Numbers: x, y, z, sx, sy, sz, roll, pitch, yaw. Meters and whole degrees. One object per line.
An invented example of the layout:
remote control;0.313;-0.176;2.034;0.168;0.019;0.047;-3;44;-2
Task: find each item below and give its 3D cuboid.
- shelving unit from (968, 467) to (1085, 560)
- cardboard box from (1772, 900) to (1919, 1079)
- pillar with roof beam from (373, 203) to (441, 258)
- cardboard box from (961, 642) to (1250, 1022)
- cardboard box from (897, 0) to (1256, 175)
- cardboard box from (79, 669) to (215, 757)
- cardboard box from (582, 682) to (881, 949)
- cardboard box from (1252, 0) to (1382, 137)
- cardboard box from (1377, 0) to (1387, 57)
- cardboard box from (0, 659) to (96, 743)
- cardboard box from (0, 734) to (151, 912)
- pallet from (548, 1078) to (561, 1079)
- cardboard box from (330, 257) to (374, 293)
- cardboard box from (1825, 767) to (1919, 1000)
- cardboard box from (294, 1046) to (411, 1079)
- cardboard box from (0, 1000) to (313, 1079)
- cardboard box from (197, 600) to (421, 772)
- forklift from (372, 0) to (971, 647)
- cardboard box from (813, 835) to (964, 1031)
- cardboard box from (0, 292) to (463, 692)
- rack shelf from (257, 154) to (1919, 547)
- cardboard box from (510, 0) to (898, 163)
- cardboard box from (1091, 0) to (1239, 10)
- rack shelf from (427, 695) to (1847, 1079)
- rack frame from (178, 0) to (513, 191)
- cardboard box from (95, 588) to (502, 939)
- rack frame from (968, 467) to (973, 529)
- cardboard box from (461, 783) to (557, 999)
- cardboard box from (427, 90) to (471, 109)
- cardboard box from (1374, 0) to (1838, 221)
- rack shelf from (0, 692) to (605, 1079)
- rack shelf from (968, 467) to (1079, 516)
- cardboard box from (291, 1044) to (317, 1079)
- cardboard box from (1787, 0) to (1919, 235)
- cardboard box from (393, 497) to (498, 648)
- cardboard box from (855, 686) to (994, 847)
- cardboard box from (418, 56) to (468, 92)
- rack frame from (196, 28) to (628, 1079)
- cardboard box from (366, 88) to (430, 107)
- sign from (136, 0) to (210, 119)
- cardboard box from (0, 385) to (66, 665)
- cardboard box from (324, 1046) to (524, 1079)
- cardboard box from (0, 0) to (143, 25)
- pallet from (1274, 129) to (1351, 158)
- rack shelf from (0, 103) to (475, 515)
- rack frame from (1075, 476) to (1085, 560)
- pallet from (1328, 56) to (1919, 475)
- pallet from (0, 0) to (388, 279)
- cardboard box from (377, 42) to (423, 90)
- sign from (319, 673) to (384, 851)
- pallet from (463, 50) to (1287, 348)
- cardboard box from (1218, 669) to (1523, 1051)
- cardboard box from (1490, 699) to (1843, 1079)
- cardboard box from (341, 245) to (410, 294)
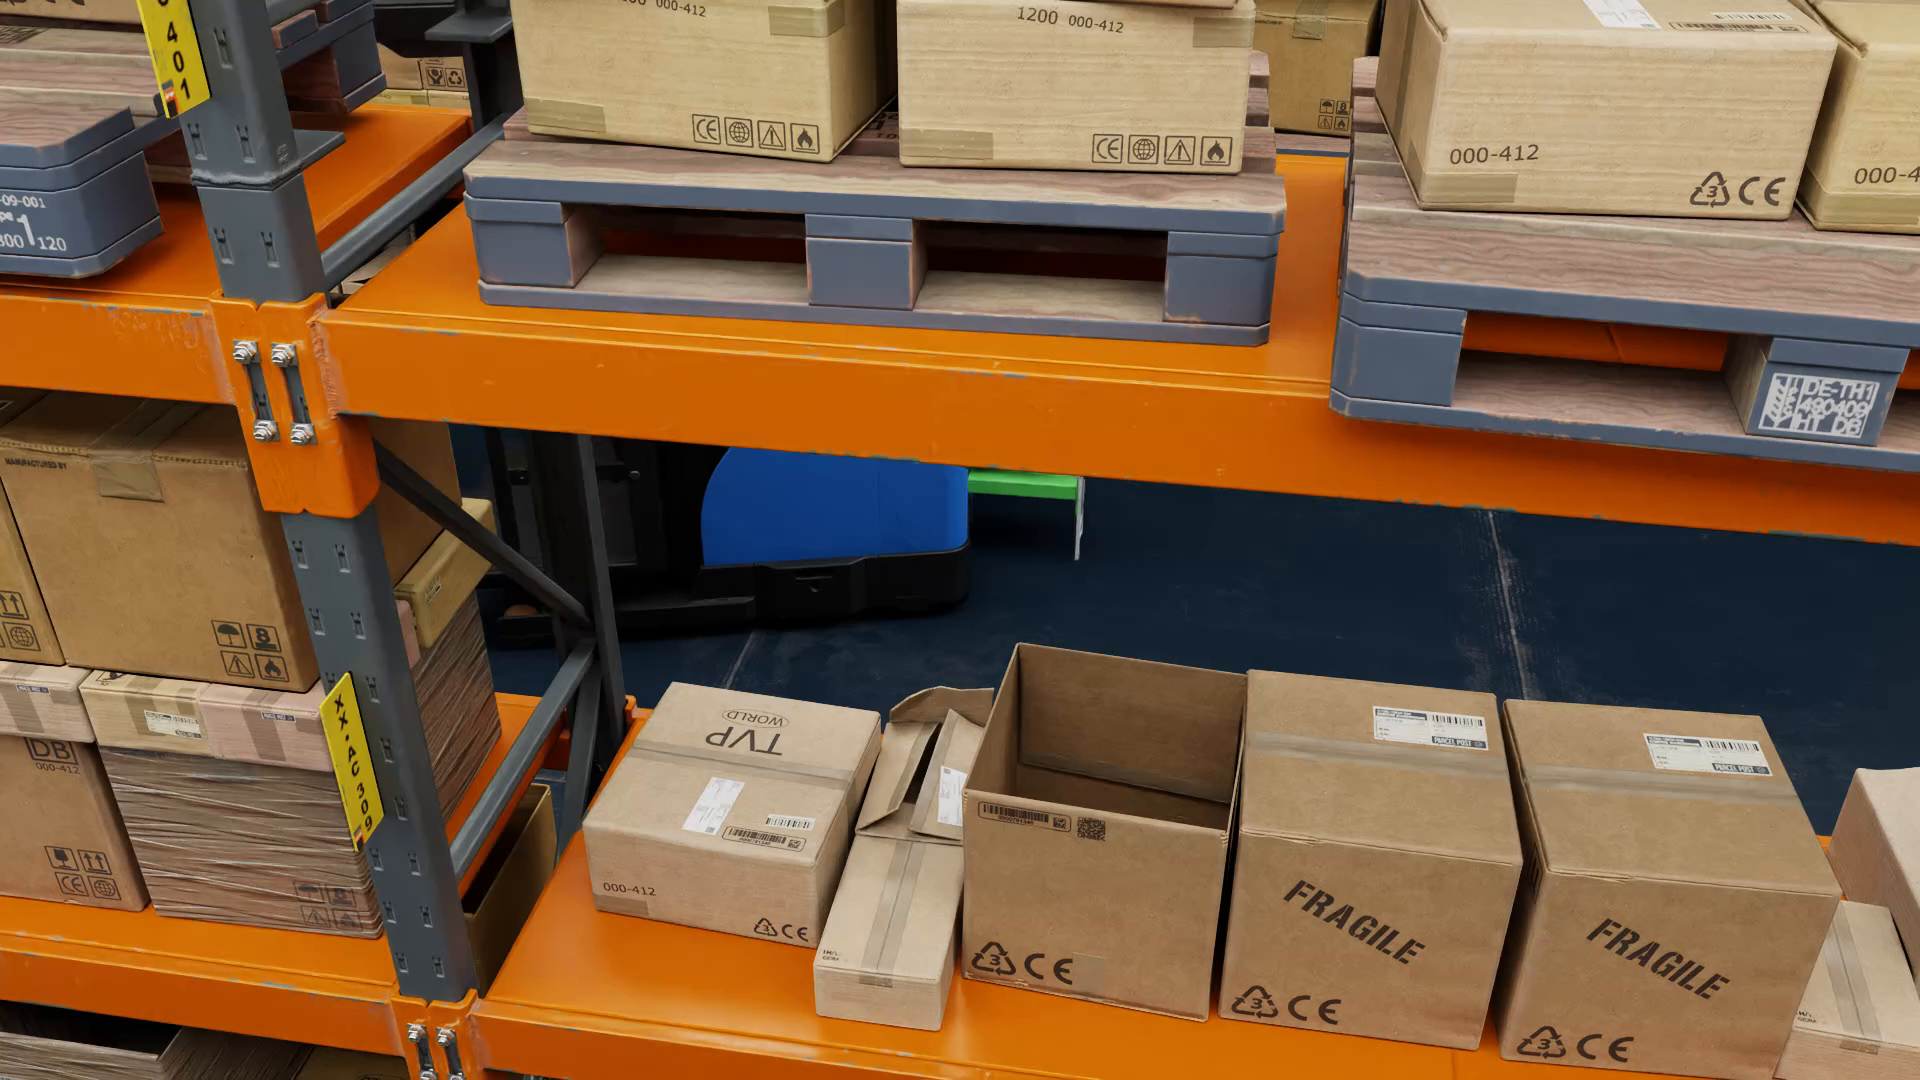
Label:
shelving unit;0.273;-0.505;6.926;0.503;1.200;0.258;4;32;7
cardboard box;1.707;0.880;3.253;0.250;0.149;0.380;8;33;12
pillar with roof beam;-3.972;-3.128;3.766;0.400;9.000;9.100;5;32;8
cardboard box;0.304;0.583;3.397;0.500;0.500;0.500;7;33;12
cardboard box;0.178;-0.777;2.583;0.500;0.250;0.500;2;32;3
cardboard box;-1.517;0.249;3.320;0.250;0.149;0.380;5;32;7
cardboard box;-0.477;0.586;3.628;0.500;0.250;0.500;7;33;11
cardboard box;1.560;-2.159;7.364;0.500;0.500;0.700;10;33;15
cardboard box;2.106;-2.098;7.266;0.500;0.500;0.700;5;32;8
cardboard box;-1.776;0.226;3.355;0.250;0.149;0.380;4;32;7
cardboard box;-1.929;0.379;3.723;0.500;0.500;0.700;5;32;8
pallet;-1.747;1.590;4.510;1.213;0.211;1.003;5;32;8
cardboard box;-3.416;-1.385;8.755;0.500;0.311;0.500;2;32;3
cardboard box;2.124;0.715;3.365;0.500;0.311;0.500;5;32;8
cardboard box;-1.464;1.562;4.124;0.500;0.250;0.500;5;32;8
cardboard box;-1.955;1.193;4.006;0.500;0.500;0.500;5;32;8
cardboard box;-1.274;0.272;3.283;0.250;0.149;0.380;5;32;8
forklift;-1.511;-1.117;6.273;3.031;2.935;1.130;-4;32;-6
cardboard box;-0.131;0.794;3.392;0.250;0.149;0.380;5;32;8
cardboard box;-1.408;-0.127;3.309;0.500;0.500;0.700;5;32;8
rack shelf;1.002;-0.287;2.732;4.000;0.370;1.077;5;32;8
cardboard box;-0.364;-0.825;2.659;0.500;0.250;0.500;8;33;13
cardboard box;0.197;-1.088;2.373;0.500;0.500;0.500;8;33;13
rack shelf;1.002;0.985;3.528;4.000;0.370;1.077;5;32;8
rack frame;-0.970;-2.042;2.030;0.127;3.000;1.000;5;32;8
cardboard box;-1.408;0.422;3.654;0.500;0.500;0.700;4;32;7
rack frame;0.032;-0.522;6.954;0.015;1.200;0.240;4;32;7
cardboard box;-1.374;0.966;4.369;0.500;0.500;0.500;5;32;8
cardboard box;-2.142;-2.049;7.818;0.500;0.250;0.500;5;32;9
cardboard box;0.905;-0.682;2.431;0.500;0.250;0.500;3;32;4
rack shelf;-2.941;0.628;4.098;4.000;0.370;1.077;5;32;8
rack shelf;0.273;-0.247;7.087;0.480;0.148;0.258;4;32;7
cardboard box;-1.955;1.512;4.203;0.500;0.250;0.500;5;32;8
cardboard box;1.435;-0.633;2.353;0.500;0.250;0.500;5;32;7
cardboard box;-1.202;0.059;3.624;0.250;0.149;0.380;5;32;8
cardboard box;-0.072;0.541;3.686;0.258;0.266;0.396;4;32;7
cardboard box;-2.159;-2.371;7.627;0.500;0.500;0.500;6;33;10
rack frame;-0.970;0.501;3.622;0.127;3.000;1.000;5;32;8
cardboard box;-2.640;-2.095;7.892;0.500;0.250;0.500;5;32;7
sign;-1.062;-0.733;2.204;0.005;0.325;0.100;5;32;8
cardboard box;-1.907;-0.172;3.380;0.500;0.500;0.700;5;32;8
cardboard box;-1.376;1.289;4.560;0.500;0.250;0.500;5;32;8
cardboard box;-1.422;-1.233;2.943;0.500;0.500;0.500;8;33;12
pallet;1.845;-1.807;7.490;1.213;0.211;1.003;5;32;8
rack shelf;-2.941;-0.644;3.302;4.000;0.370;1.077;5;32;8
rack frame;0.515;-0.487;6.897;0.015;1.200;0.240;4;32;7
pallet;1.186;-0.445;2.485;1.213;0.211;1.003;7;33;10
pallet;-1.815;-0.795;2.950;1.213;0.211;1.003;5;32;8
cardboard box;-2.669;-2.411;7.691;0.500;0.500;0.500;4;32;7
sign;-1.062;0.391;2.907;0.005;0.325;0.100;5;32;8
pallet;-0.098;-0.617;2.762;1.217;0.209;0.805;4;32;6
cardboard box;0.797;0.628;3.326;0.500;0.500;0.500;5;32;8
cardboard box;1.316;0.675;3.251;0.500;0.500;0.500;3;32;6
cardboard box;-2.854;-1.334;8.674;0.500;0.311;0.500;8;33;12
